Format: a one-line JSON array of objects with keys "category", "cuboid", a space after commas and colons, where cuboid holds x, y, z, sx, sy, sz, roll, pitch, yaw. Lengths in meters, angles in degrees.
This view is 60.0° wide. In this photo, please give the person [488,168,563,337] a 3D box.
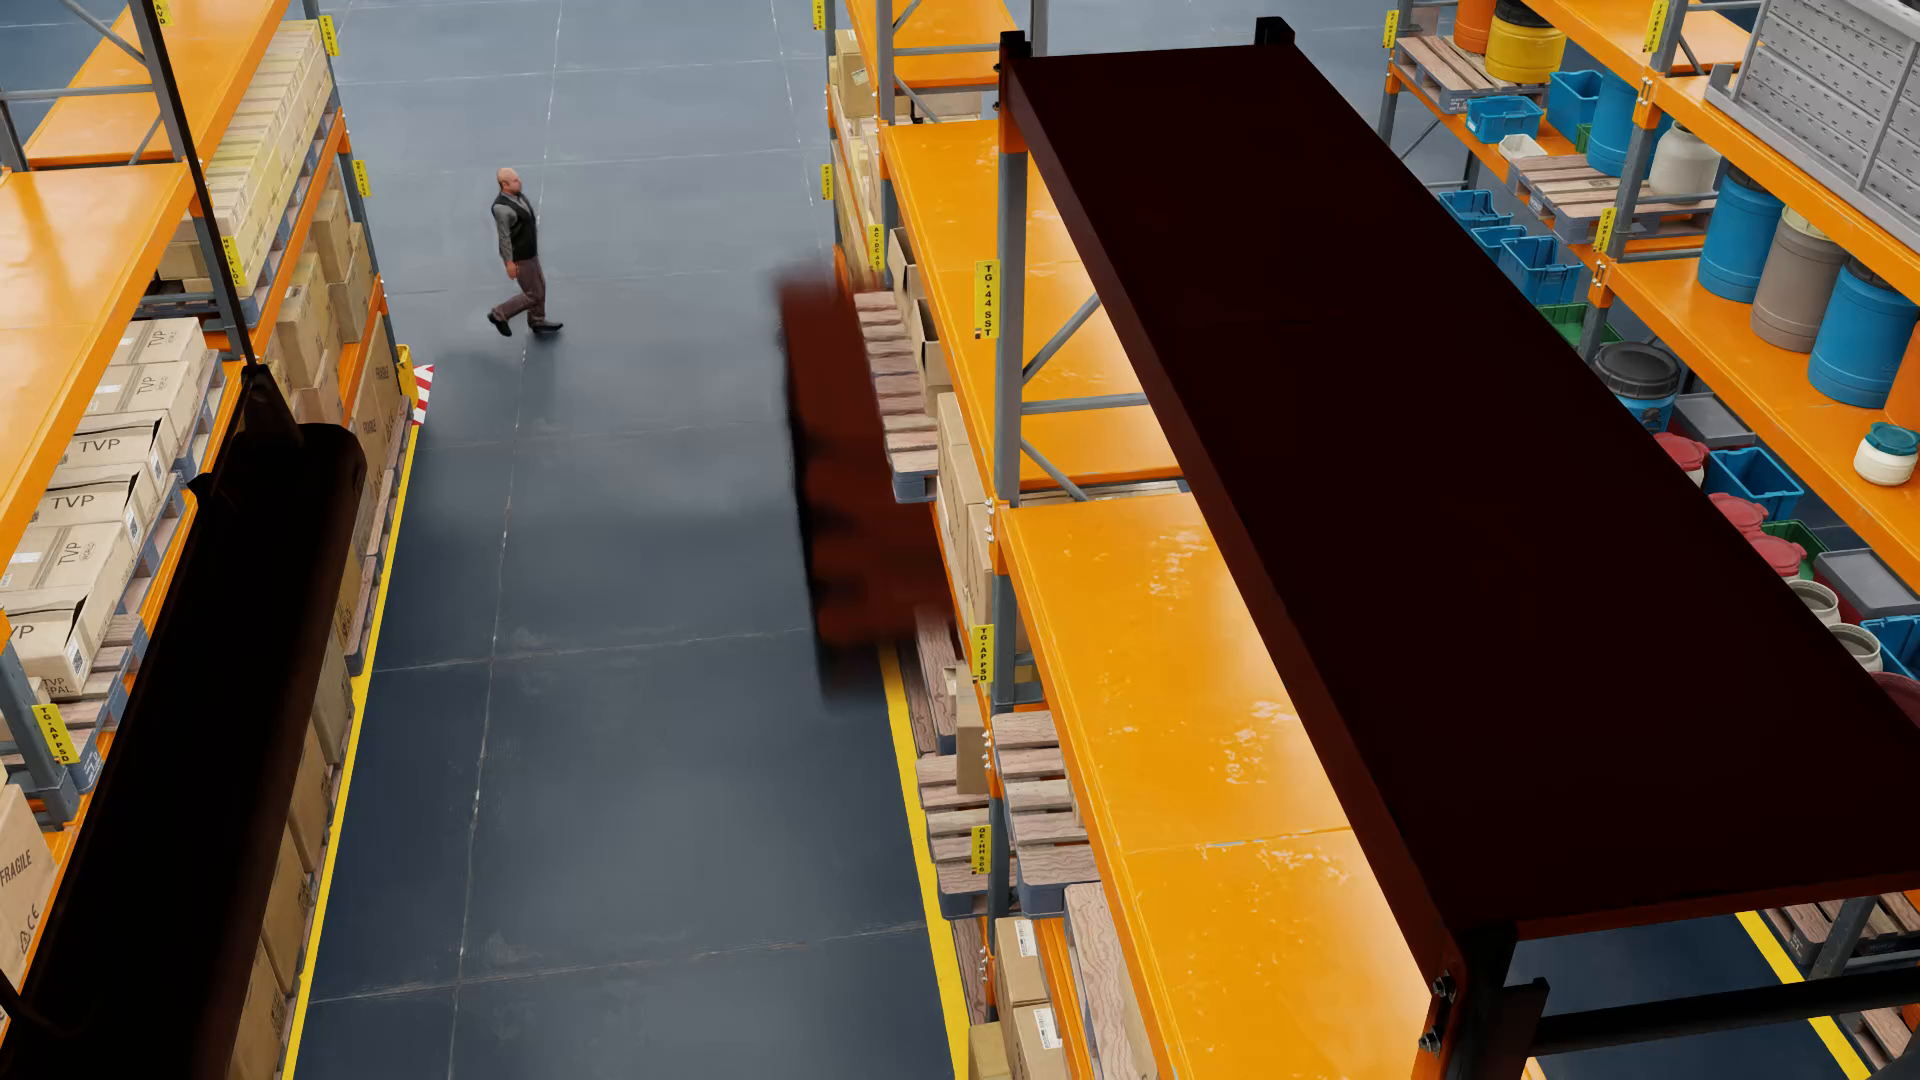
[{"category": "person", "cuboid": [-4.192, -2.697, 15.659, 0.664, 1.711, 0.533, -6, 37, -8]}]
